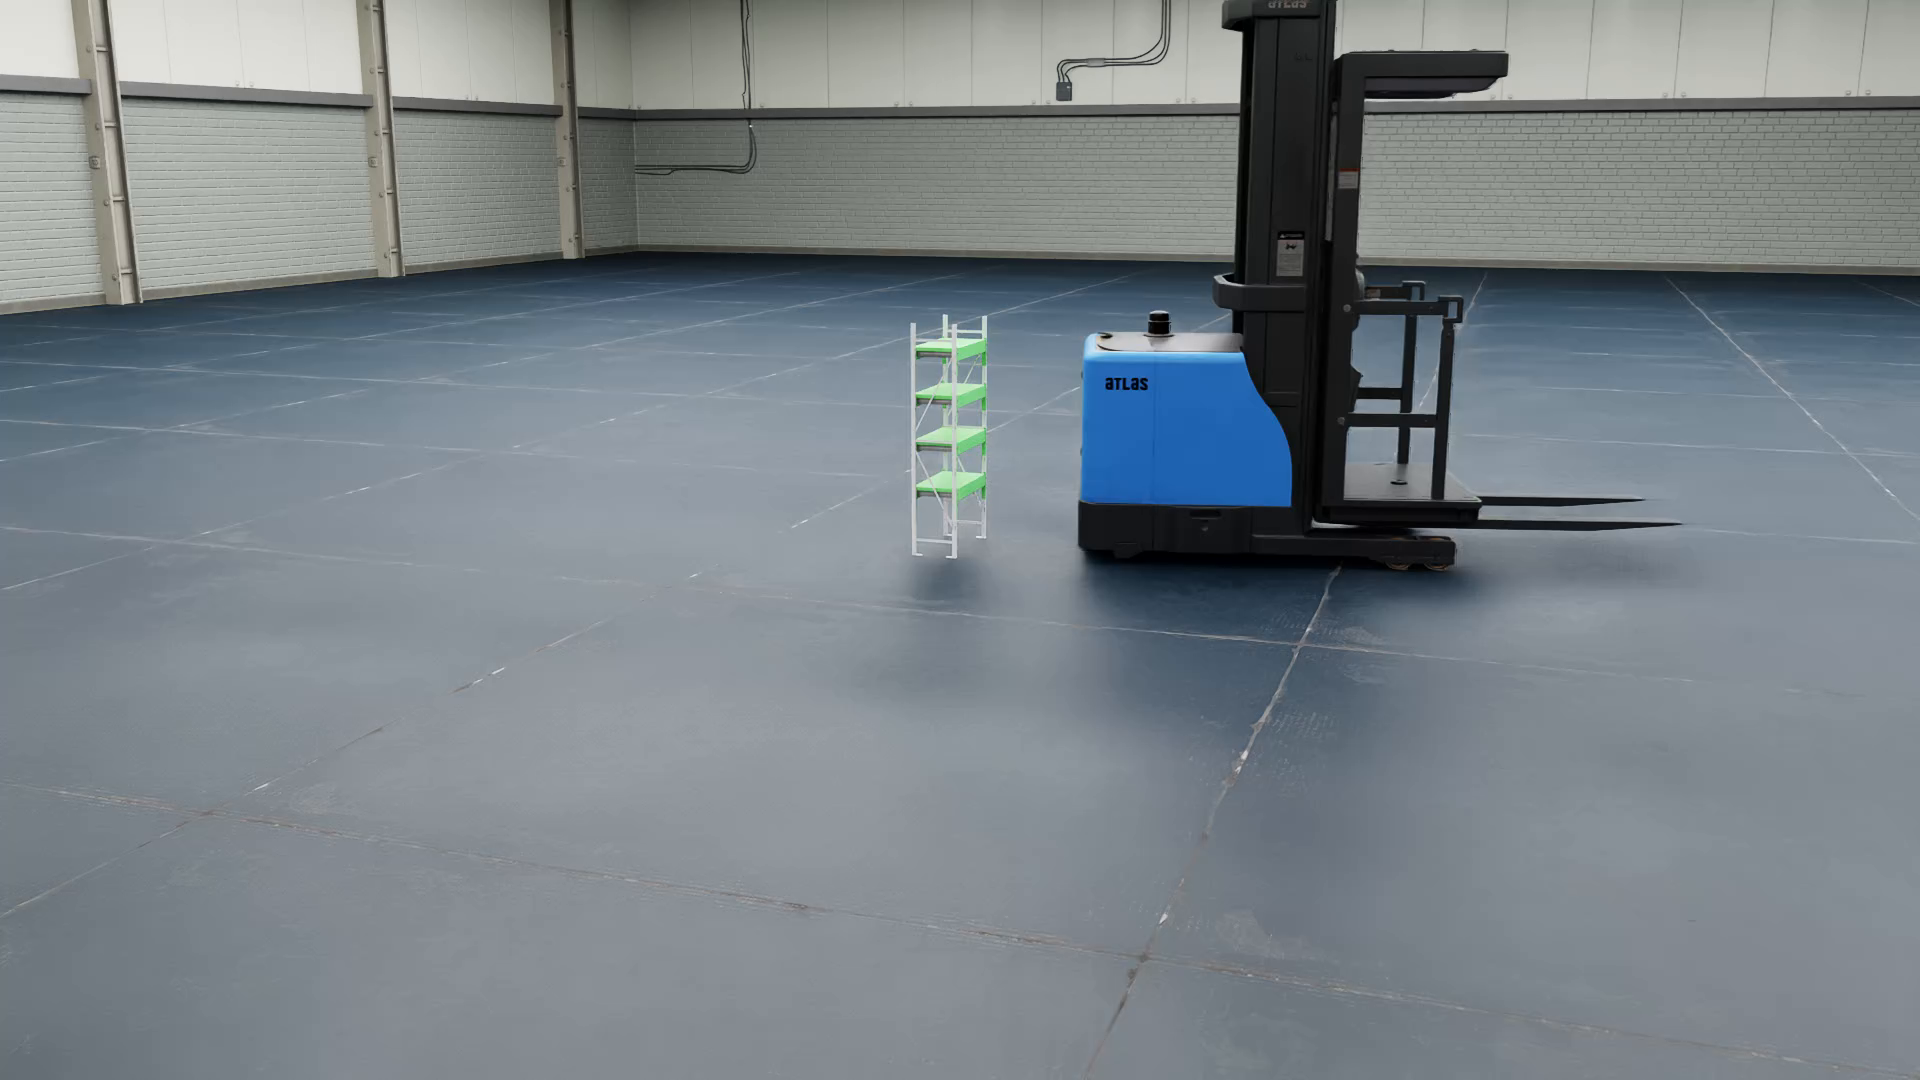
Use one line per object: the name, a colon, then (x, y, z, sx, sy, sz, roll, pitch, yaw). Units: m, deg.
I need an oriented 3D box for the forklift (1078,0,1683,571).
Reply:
forklift: (2.151, -1.397, 8.523, 3.031, 2.935, 1.130, 1, 13, 5)

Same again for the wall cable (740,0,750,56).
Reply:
wall cable: (-3.359, -11.593, 35.185, 3.097, 2.526, 0.112, 4, 14, 18)

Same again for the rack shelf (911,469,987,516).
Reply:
rack shelf: (-0.054, -0.254, 8.769, 0.258, 0.148, 0.480, 4, 14, 18)

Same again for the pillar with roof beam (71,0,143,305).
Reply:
pillar with roof beam: (-7.932, -7.478, 21.526, 9.100, 9.000, 0.400, 4, 14, 18)

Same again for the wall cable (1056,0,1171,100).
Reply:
wall cable: (3.059, -11.810, 32.867, 2.305, 6.003, 0.169, 4, 14, 18)

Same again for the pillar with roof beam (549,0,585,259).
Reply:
pillar with roof beam: (-4.050, -10.004, 32.596, 9.100, 9.000, 0.400, 4, 14, 18)

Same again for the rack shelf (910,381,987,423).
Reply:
rack shelf: (-0.054, -0.722, 8.663, 0.258, 0.148, 0.480, 4, 14, 18)

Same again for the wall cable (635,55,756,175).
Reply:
wall cable: (-5.919, -9.325, 36.600, 3.097, 2.526, 0.112, 4, 14, 18)

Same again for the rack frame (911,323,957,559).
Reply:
rack frame: (-0.133, -0.499, 8.477, 0.240, 1.200, 0.015, 4, 14, 18)

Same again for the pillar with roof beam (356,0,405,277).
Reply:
pillar with roof beam: (-5.991, -8.741, 27.061, 9.100, 9.000, 0.400, 4, 14, 18)

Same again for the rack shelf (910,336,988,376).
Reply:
rack shelf: (-0.054, -0.956, 8.609, 0.258, 0.148, 0.480, 4, 14, 18)

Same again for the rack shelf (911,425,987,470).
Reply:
rack shelf: (-0.054, -0.488, 8.716, 0.258, 0.148, 0.480, 4, 14, 18)

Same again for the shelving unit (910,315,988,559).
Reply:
shelving unit: (-0.054, -0.550, 8.702, 0.258, 1.200, 0.503, 4, 14, 18)

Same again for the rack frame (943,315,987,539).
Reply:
rack frame: (0.025, -0.601, 8.927, 0.240, 1.200, 0.015, 4, 14, 18)
